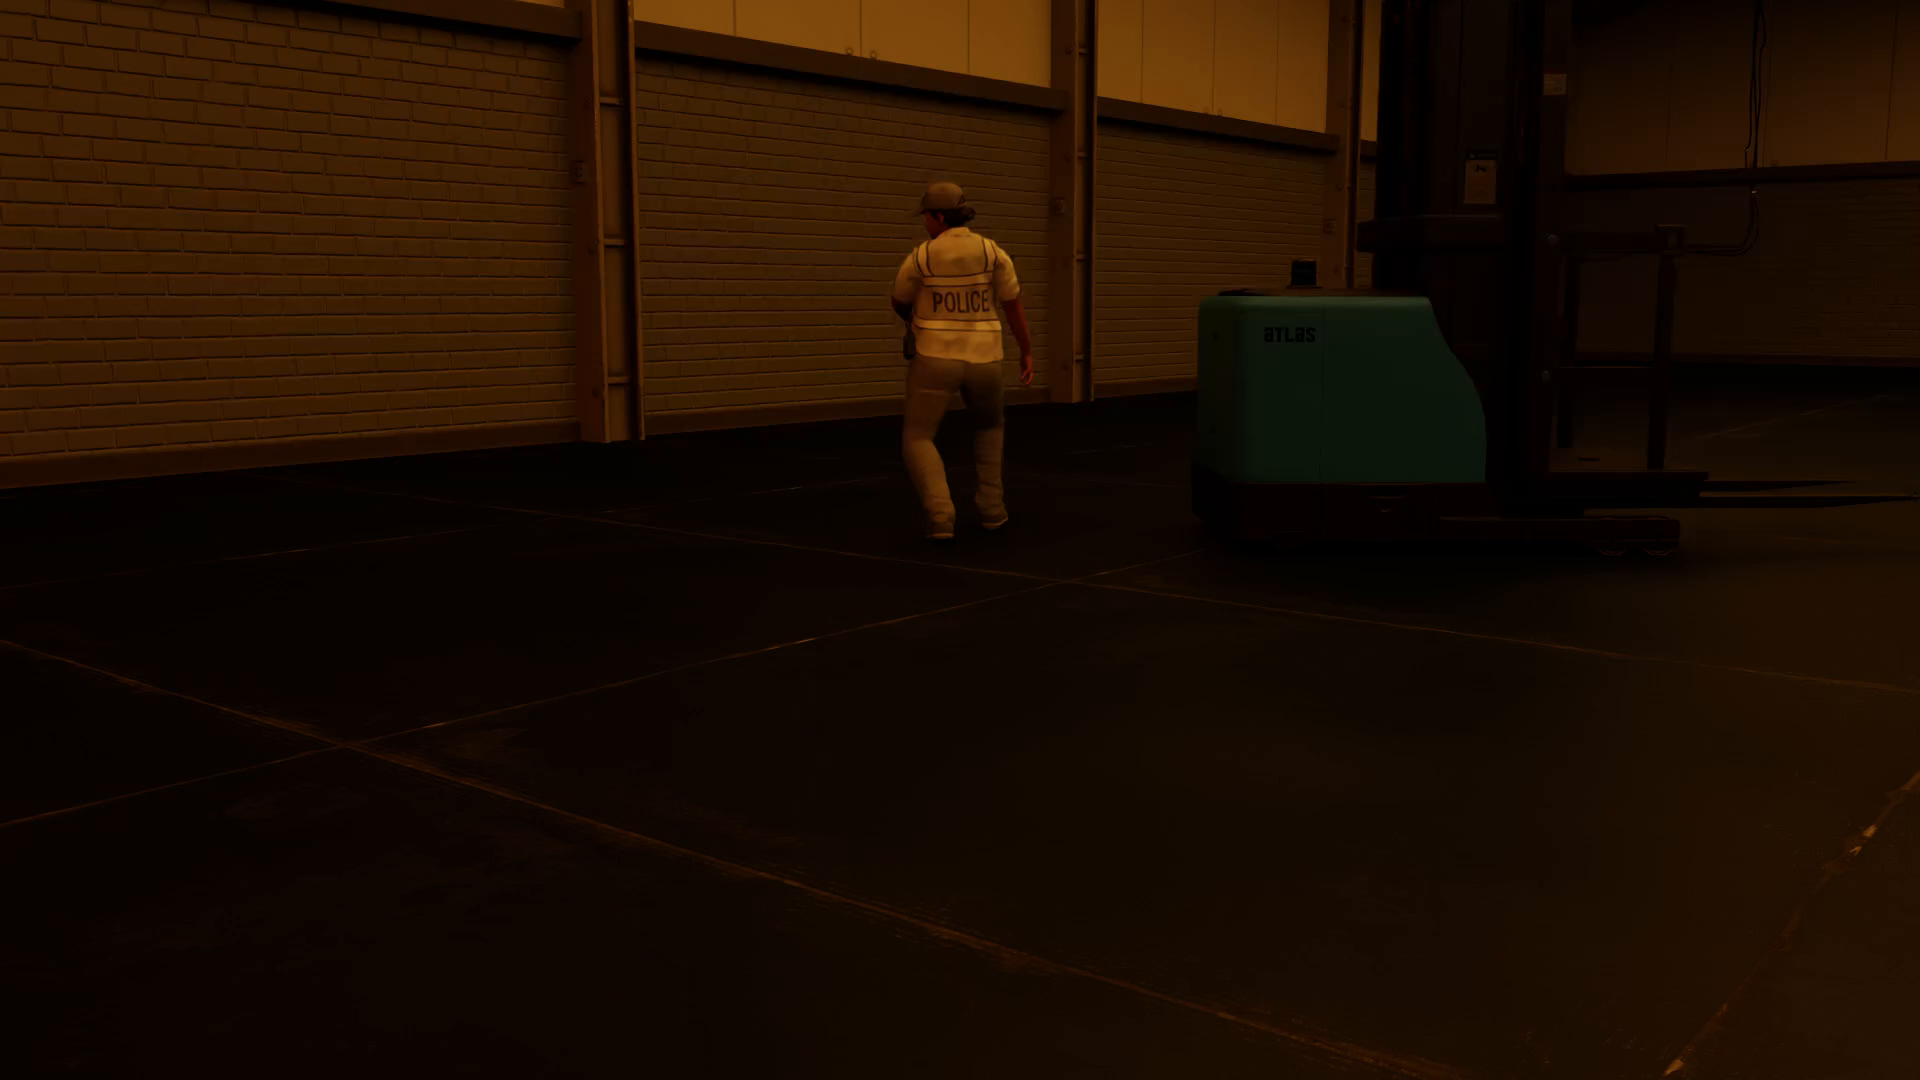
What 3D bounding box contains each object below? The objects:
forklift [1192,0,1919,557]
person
[{"bbox_3d":[2.616,-1.458,7.243,3.031,2.935,1.130,0,8,-1],"label":"forklift"},{"bbox_3d":[0.012,-0.817,7.560,0.651,1.578,0.778,-3,9,-21],"label":"person"}]
